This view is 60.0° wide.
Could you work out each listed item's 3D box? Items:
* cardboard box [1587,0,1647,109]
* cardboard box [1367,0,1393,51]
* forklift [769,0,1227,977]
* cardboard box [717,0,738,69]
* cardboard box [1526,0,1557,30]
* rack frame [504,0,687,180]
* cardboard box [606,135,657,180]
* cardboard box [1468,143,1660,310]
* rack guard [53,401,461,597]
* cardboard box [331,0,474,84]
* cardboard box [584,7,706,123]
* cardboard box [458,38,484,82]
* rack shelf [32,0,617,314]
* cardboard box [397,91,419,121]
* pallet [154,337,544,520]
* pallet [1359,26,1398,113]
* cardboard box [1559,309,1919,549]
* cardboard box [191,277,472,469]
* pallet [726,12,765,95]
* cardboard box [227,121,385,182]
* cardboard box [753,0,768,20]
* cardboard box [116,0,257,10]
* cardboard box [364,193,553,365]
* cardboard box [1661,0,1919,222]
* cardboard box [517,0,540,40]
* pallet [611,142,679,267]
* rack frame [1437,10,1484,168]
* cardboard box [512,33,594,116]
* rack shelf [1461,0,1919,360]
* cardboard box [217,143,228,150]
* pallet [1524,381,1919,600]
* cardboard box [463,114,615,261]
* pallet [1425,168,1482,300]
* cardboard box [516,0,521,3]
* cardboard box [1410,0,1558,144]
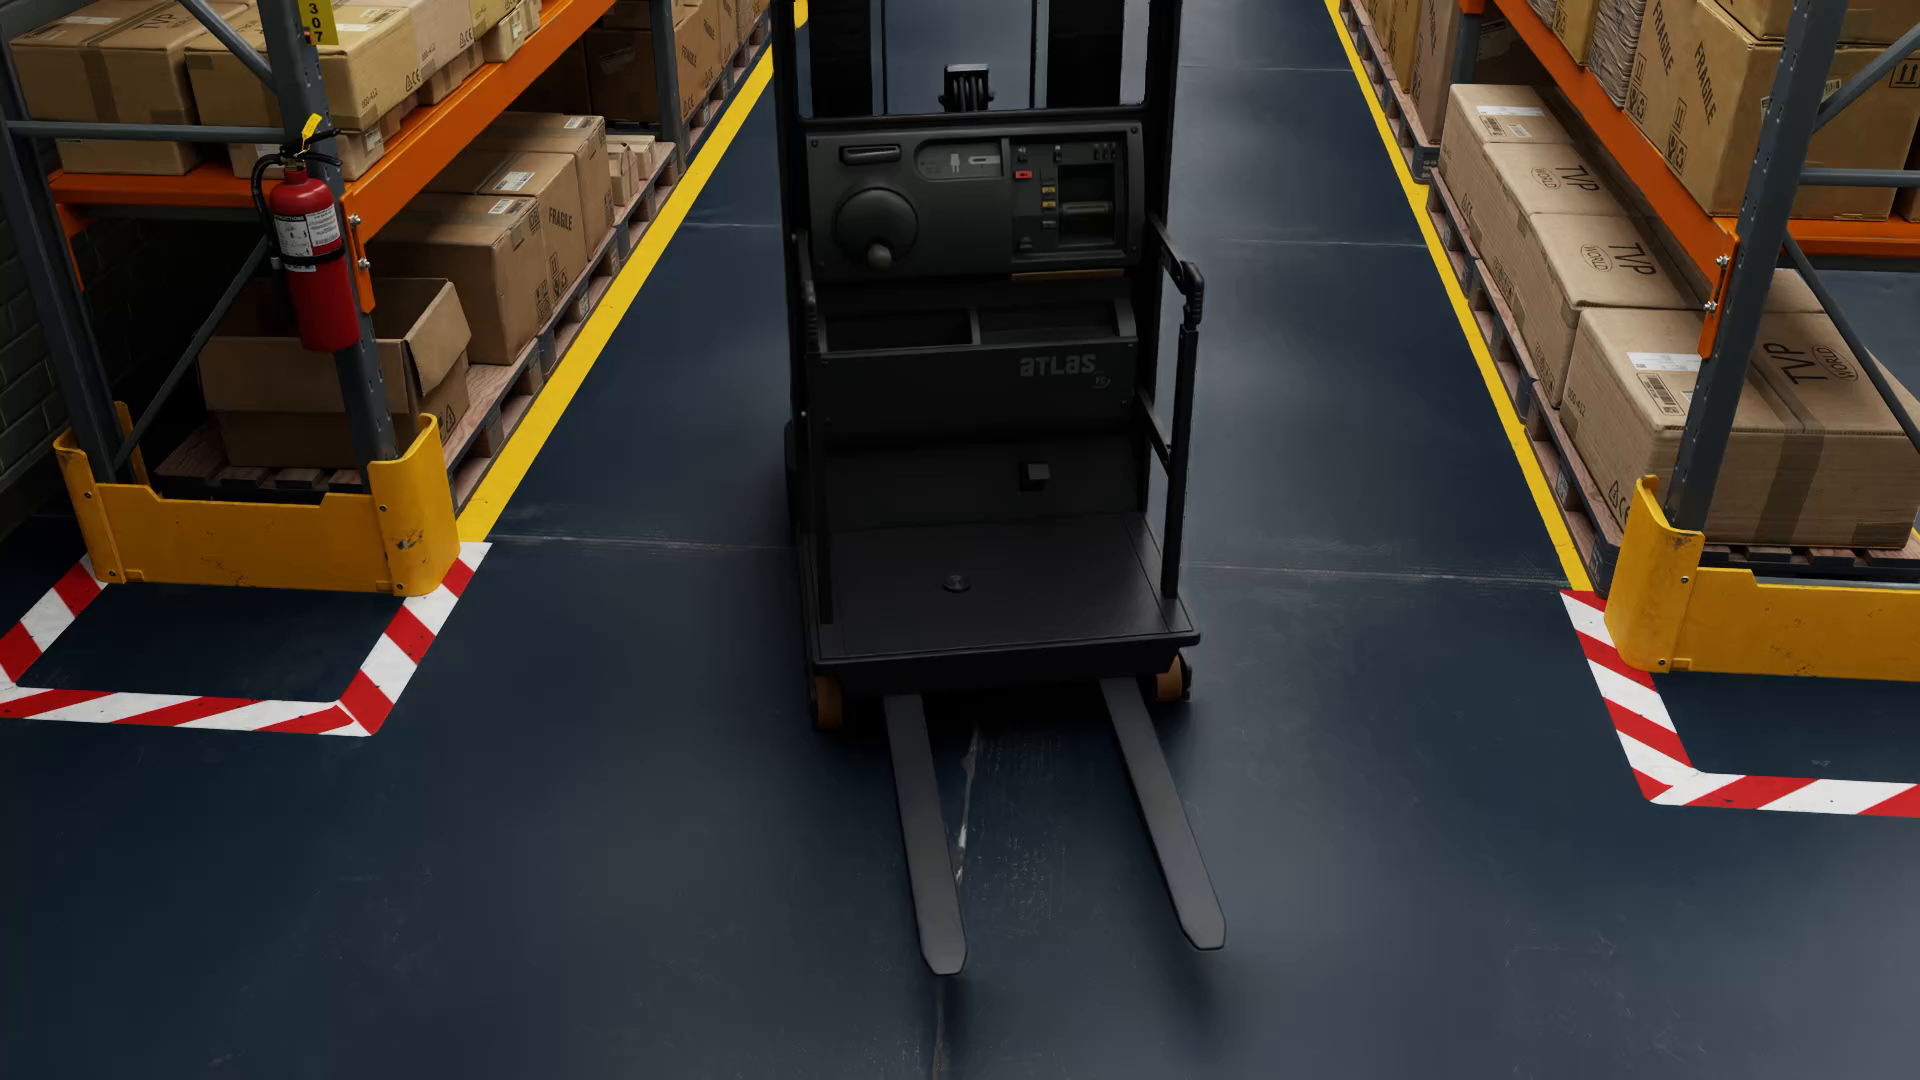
[{"bbox_3d":[2.505,-1.790,5.700,0.500,0.500,0.500,3,32,5],"label":"cardboard box"},{"bbox_3d":[3.077,-3.586,10.335,0.875,0.875,0.875,3,32,5],"label":"cardboard box"},{"bbox_3d":[0.077,-0.890,4.400,1.130,2.935,3.031,-4,32,-6],"label":"forklift"},{"bbox_3d":[-1.638,-3.152,9.988,0.500,0.500,0.500,2,32,3],"label":"cardboard box"},{"bbox_3d":[2.576,-2.330,6.576,0.500,0.500,0.500,3,32,4],"label":"cardboard box"},{"bbox_3d":[-1.980,-3.254,8.171,1.000,3.000,0.127,2,32,4],"label":"rack frame"},{"bbox_3d":[-1.733,-1.915,8.316,0.380,0.149,0.250,2,32,2],"label":"cardboard box"},{"bbox_3d":[2.737,-1.340,7.108,0.875,0.438,0.875,2,32,3],"label":"cardboard box"},{"bbox_3d":[-2.300,-0.138,5.498,1.175,0.500,0.348,2,32,4],"label":"rack guard"},{"bbox_3d":[-1.959,-1.715,5.533,0.500,0.250,0.500,3,32,5],"label":"cardboard box"},{"bbox_3d":[-1.716,-2.612,9.112,0.500,0.500,0.500,4,32,6],"label":"cardboard box"},{"bbox_3d":[-1.947,-1.758,5.984,0.380,0.149,0.250,3,32,5],"label":"cardboard box"},{"bbox_3d":[-2.143,-1.902,6.663,1.077,0.370,4.000,2,32,4],"label":"rack shelf"},{"bbox_3d":[-2.044,-1.490,5.548,0.380,0.149,0.250,2,32,3],"label":"cardboard box"},{"bbox_3d":[-2.236,-0.432,6.250,1.003,0.211,1.213,2,32,4],"label":"pallet"},{"bbox_3d":[3.052,-2.903,10.260,1.003,0.211,1.213,2,32,4],"label":"pallet"},{"bbox_3d":[2.596,-0.390,5.565,0.875,0.438,0.875,1,32,2],"label":"cardboard box"},{"bbox_3d":[-2.161,-0.594,5.835,0.797,0.503,0.637,1,32,2],"label":"cardboard box"},{"bbox_3d":[-1.855,-3.134,10.634,1.003,0.211,1.213,2,32,4],"label":"pallet"},{"bbox_3d":[-2.006,-1.216,5.103,0.380,0.149,0.250,2,32,4],"label":"cardboard box"},{"bbox_3d":[-1.566,-3.695,10.869,0.500,0.500,0.500,4,32,6],"label":"cardboard box"},{"bbox_3d":[-2.490,-1.747,5.585,0.500,0.250,0.500,3,32,4],"label":"cardboard box"},{"bbox_3d":[-2.053,-1.038,6.558,0.700,0.500,0.500,4,32,6],"label":"cardboard box"},{"bbox_3d":[2.417,-1.259,4.838,0.500,0.500,0.500,3,32,4],"label":"cardboard box"},{"bbox_3d":[-1.850,-2.026,6.418,0.380,0.149,0.250,3,32,5],"label":"cardboard box"},{"bbox_3d":[-2.037,-1.708,8.320,1.003,0.211,1.213,2,32,4],"label":"pallet"},{"bbox_3d":[2.967,-3.044,7.830,1.000,3.000,0.127,2,32,4],"label":"rack frame"},{"bbox_3d":[-2.235,-2.638,9.154,0.500,0.500,0.500,2,32,4],"label":"cardboard box"},{"bbox_3d":[2.805,-1.692,6.322,1.077,0.370,4.000,2,32,4],"label":"rack shelf"},{"bbox_3d":[-2.464,-1.370,5.354,0.380,0.149,0.250,3,32,5],"label":"cardboard box"},{"bbox_3d":[2.629,-0.187,5.852,1.003,0.211,1.213,2,32,4],"label":"pallet"},{"bbox_3d":[-1.969,-1.581,7.439,0.700,0.500,0.500,1,32,2],"label":"cardboard box"},{"bbox_3d":[2.828,-1.463,7.922,1.003,0.211,1.213,2,32,4],"label":"pallet"},{"bbox_3d":[-1.901,-2.248,6.399,0.500,0.250,0.500,2,32,3],"label":"cardboard box"},{"bbox_3d":[2.938,-2.646,8.809,0.875,0.875,0.875,3,32,6],"label":"cardboard box"}]
